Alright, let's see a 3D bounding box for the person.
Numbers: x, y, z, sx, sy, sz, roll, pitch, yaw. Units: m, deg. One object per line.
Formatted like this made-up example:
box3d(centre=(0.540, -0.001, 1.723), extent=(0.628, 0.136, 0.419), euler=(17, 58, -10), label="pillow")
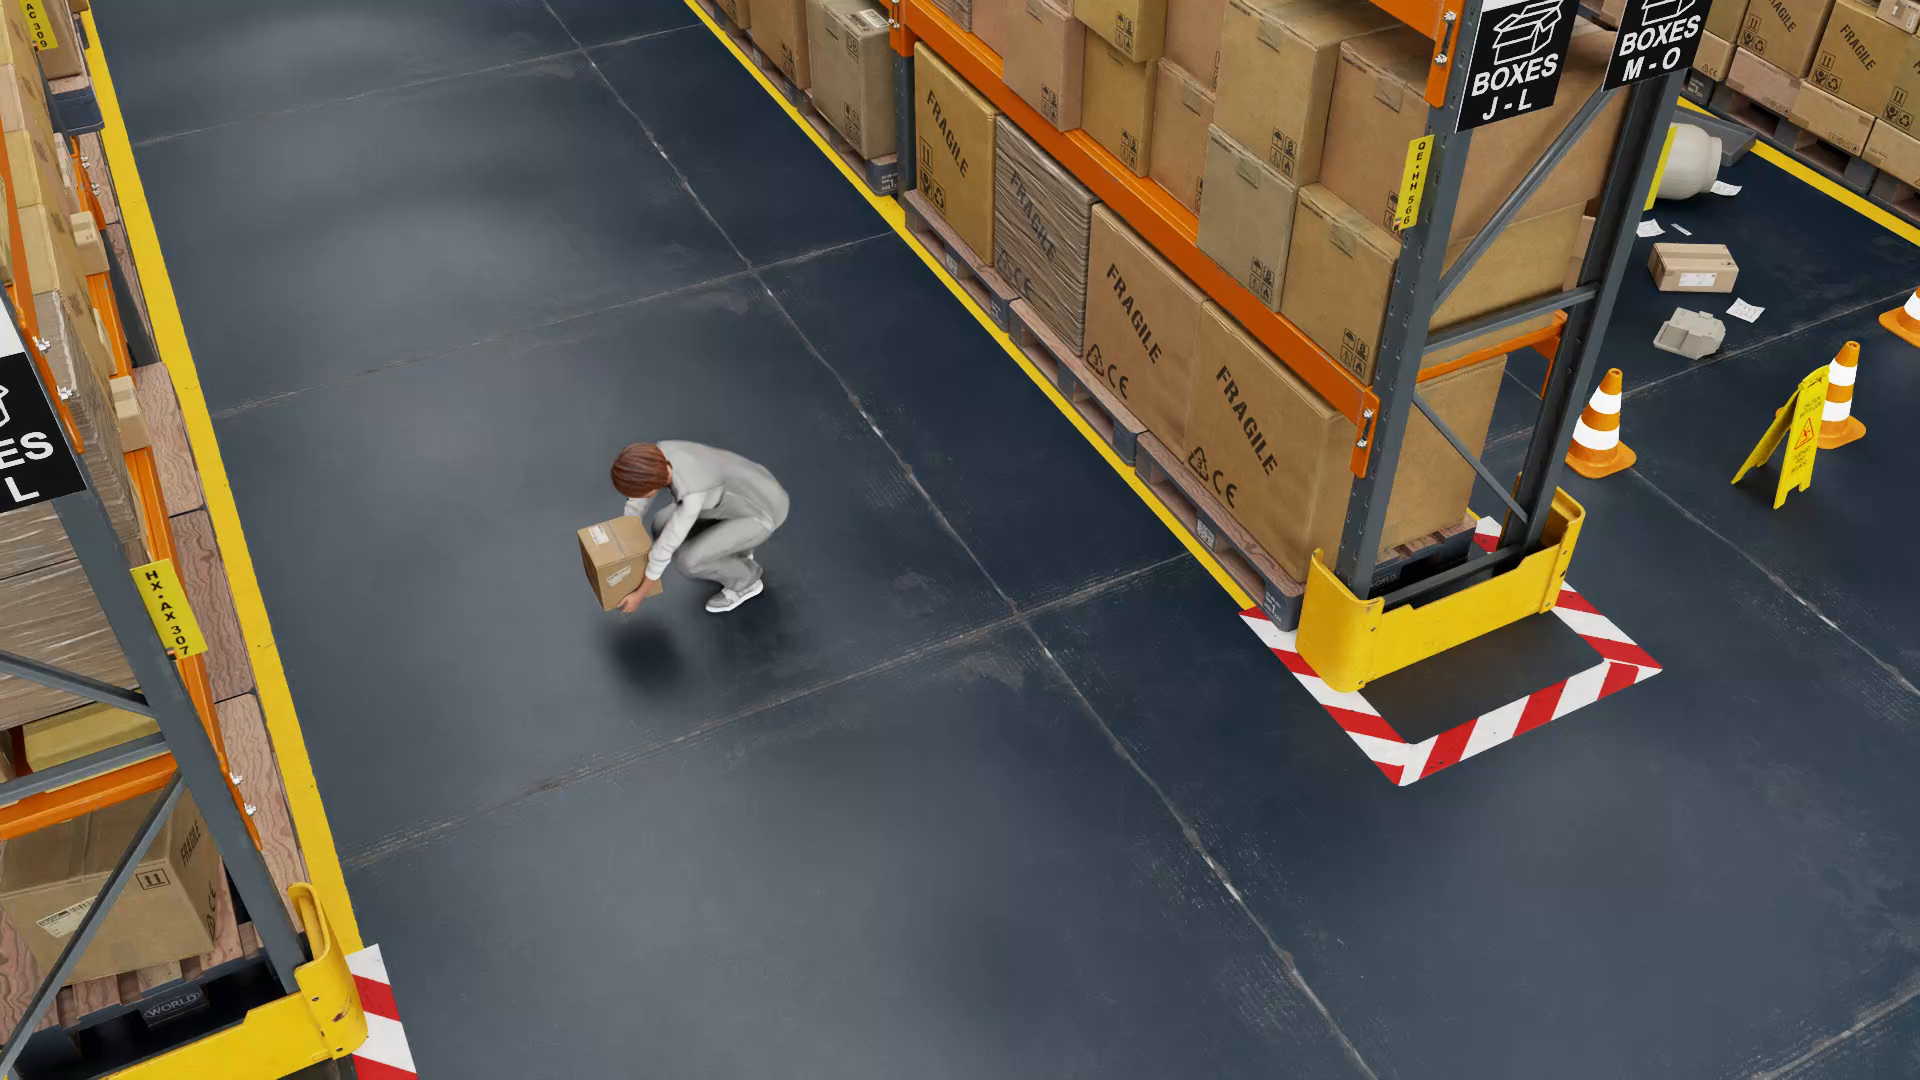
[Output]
box3d(centre=(-1.093, -0.108, 6.809), extent=(0.820, 0.911, 0.426), euler=(-20, 46, -21), label="person")
